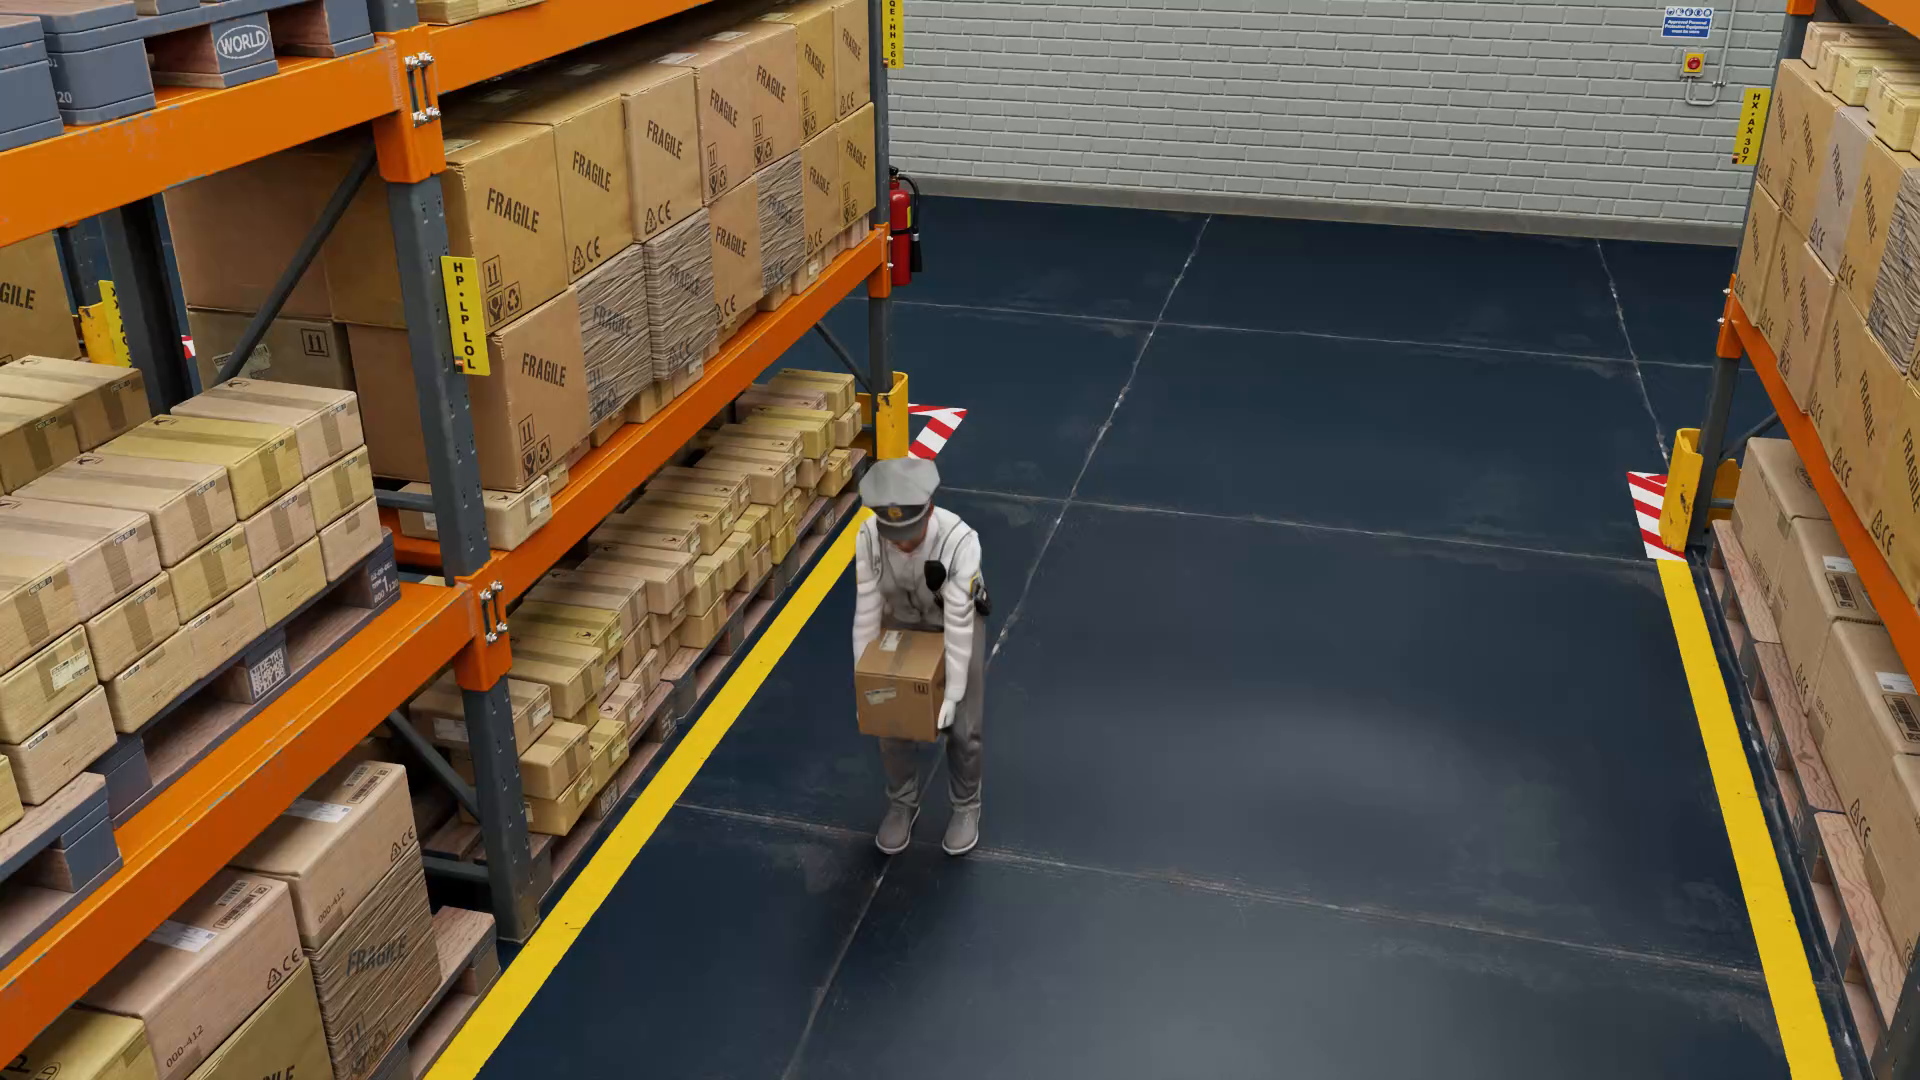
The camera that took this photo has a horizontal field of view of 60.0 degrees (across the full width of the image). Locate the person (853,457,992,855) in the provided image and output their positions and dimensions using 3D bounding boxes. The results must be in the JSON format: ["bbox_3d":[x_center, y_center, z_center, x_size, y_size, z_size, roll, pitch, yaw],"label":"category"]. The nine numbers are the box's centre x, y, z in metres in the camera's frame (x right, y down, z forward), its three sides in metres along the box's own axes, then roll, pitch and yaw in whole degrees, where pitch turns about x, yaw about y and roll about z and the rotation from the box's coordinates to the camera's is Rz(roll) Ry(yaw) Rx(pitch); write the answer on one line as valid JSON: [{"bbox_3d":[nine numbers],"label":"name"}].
[{"bbox_3d":[-0.125,0.391,5.452,0.405,1.530,0.693,6,26,12],"label":"person"}]
